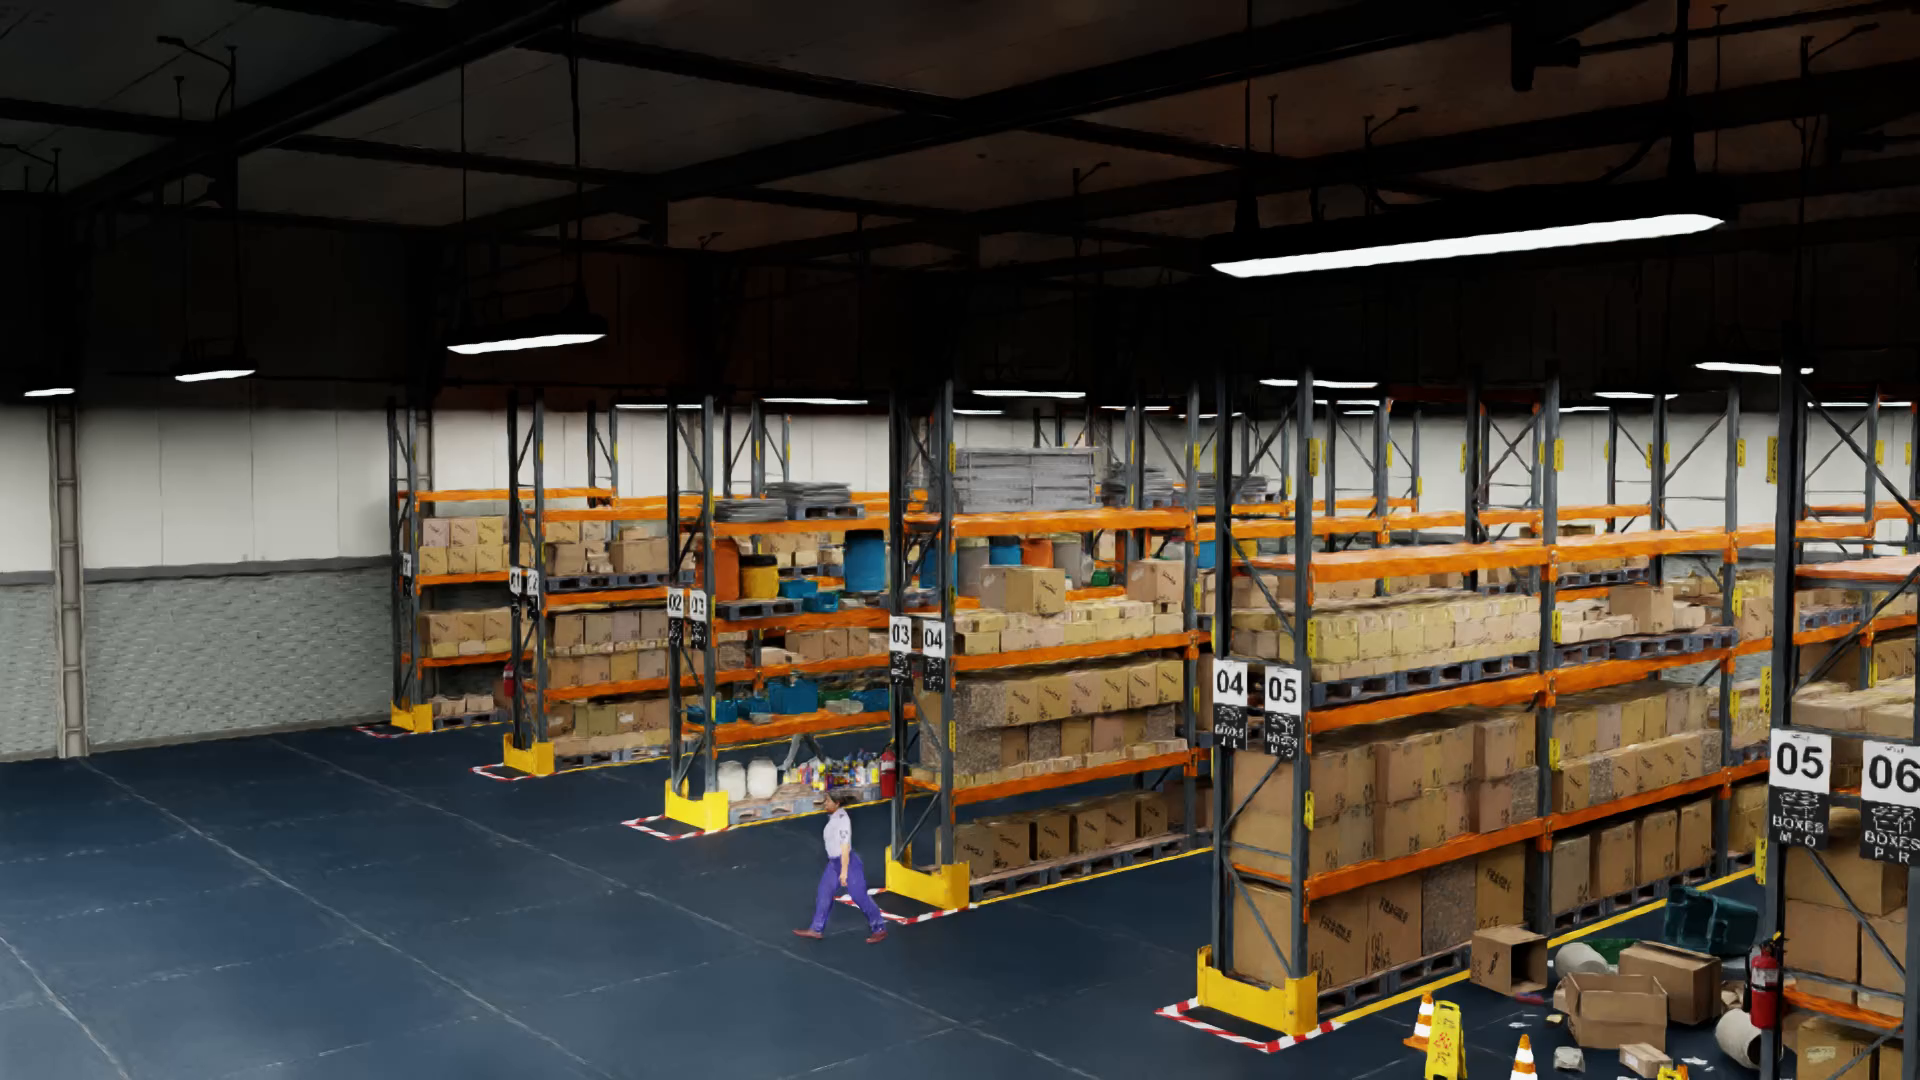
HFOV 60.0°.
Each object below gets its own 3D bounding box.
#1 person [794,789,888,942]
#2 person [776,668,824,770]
[{"bbox_3d":[-1.225,3.361,17.206,0.936,1.596,0.517,-1,3,-16],"label":"person"},{"bbox_3d":[-2.572,2.803,26.384,1.075,1.585,0.498,-3,5,-42],"label":"person"}]
